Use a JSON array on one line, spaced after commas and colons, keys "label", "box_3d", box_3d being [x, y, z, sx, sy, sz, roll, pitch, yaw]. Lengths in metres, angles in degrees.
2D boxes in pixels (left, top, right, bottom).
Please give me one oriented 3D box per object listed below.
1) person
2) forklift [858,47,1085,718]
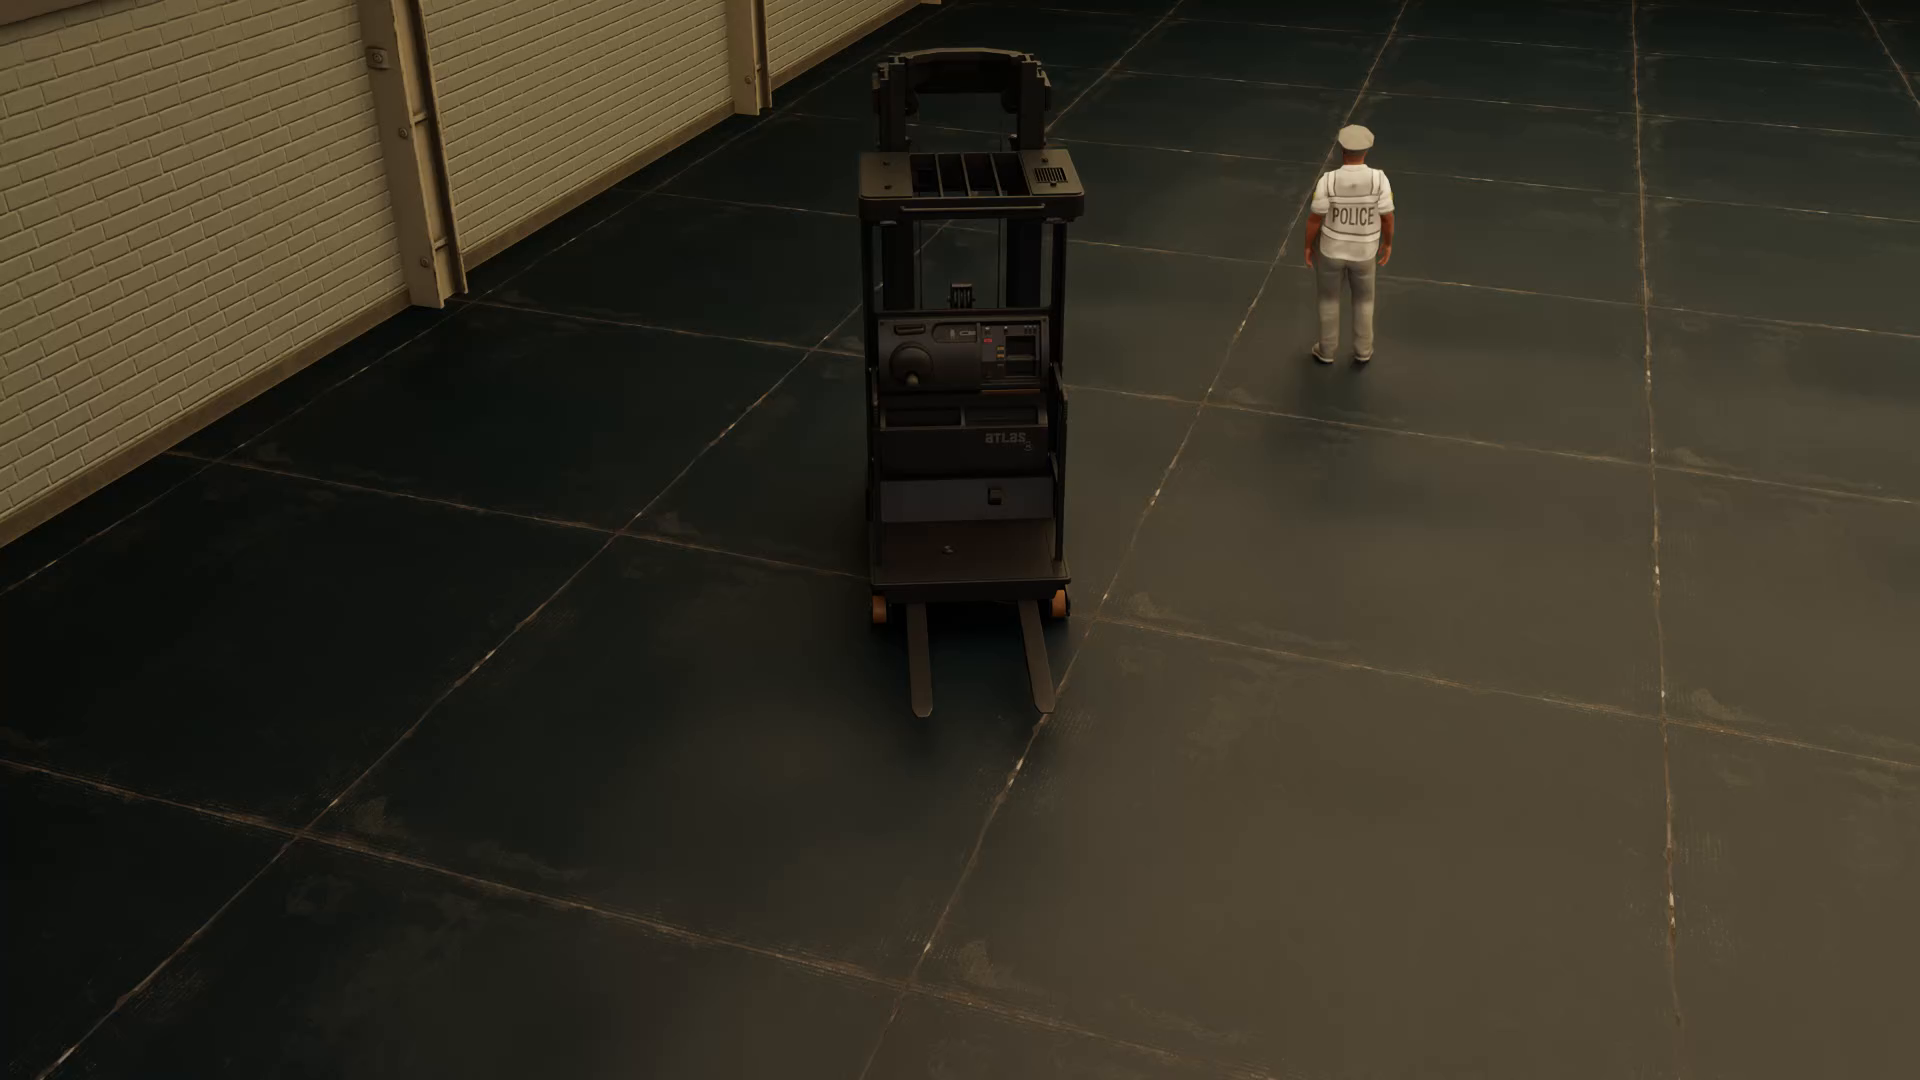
[{"label": "person", "box_3d": [2.803, -2.133, 12.037, 0.628, 1.789, 0.548, 4, 30, 8]}, {"label": "forklift", "box_3d": [0.035, -0.972, 8.842, 1.130, 2.935, 3.031, -2, 30, -3]}]
